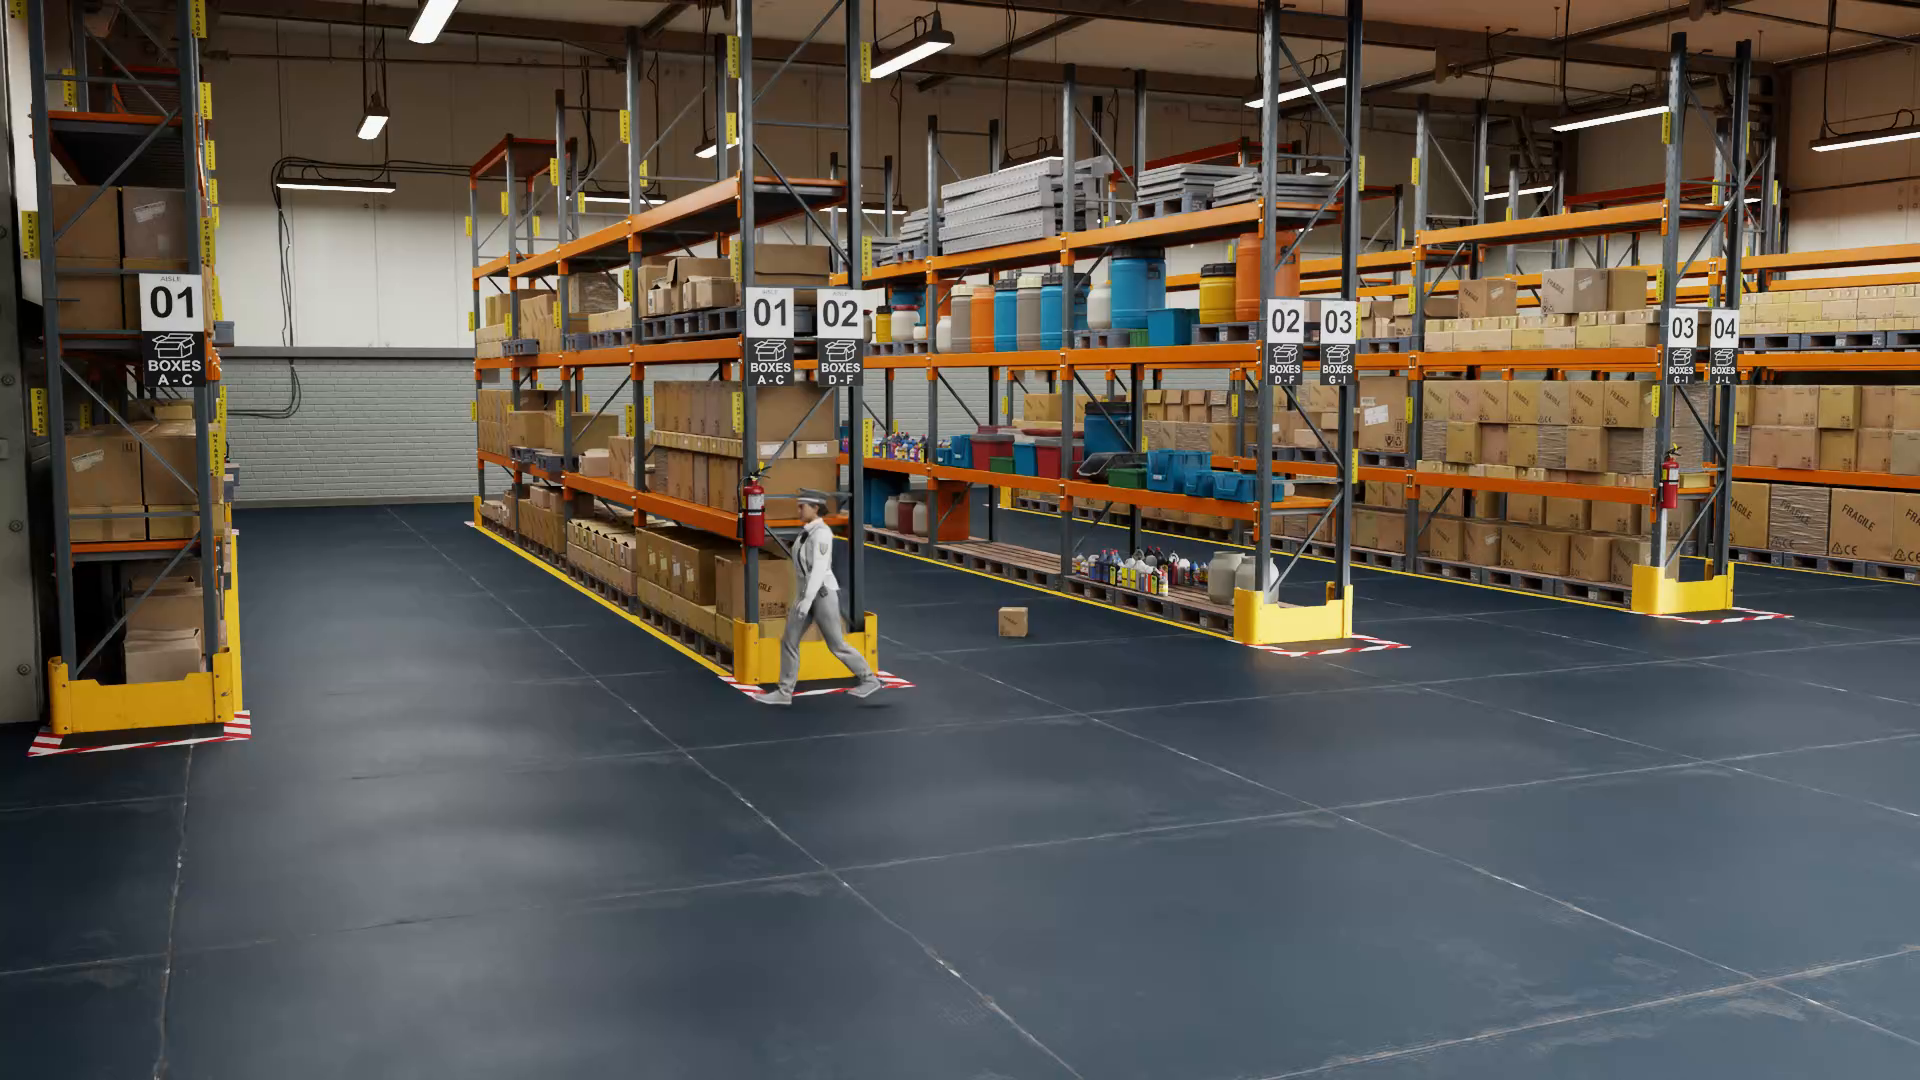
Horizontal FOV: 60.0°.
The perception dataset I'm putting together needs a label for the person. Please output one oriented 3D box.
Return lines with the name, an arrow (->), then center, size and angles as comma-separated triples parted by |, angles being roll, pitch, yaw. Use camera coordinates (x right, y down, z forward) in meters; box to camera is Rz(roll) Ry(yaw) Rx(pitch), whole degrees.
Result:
person -> -1.074, 0.424, 12.496 | 0.953, 1.634, 0.543 | -2, 6, -23
